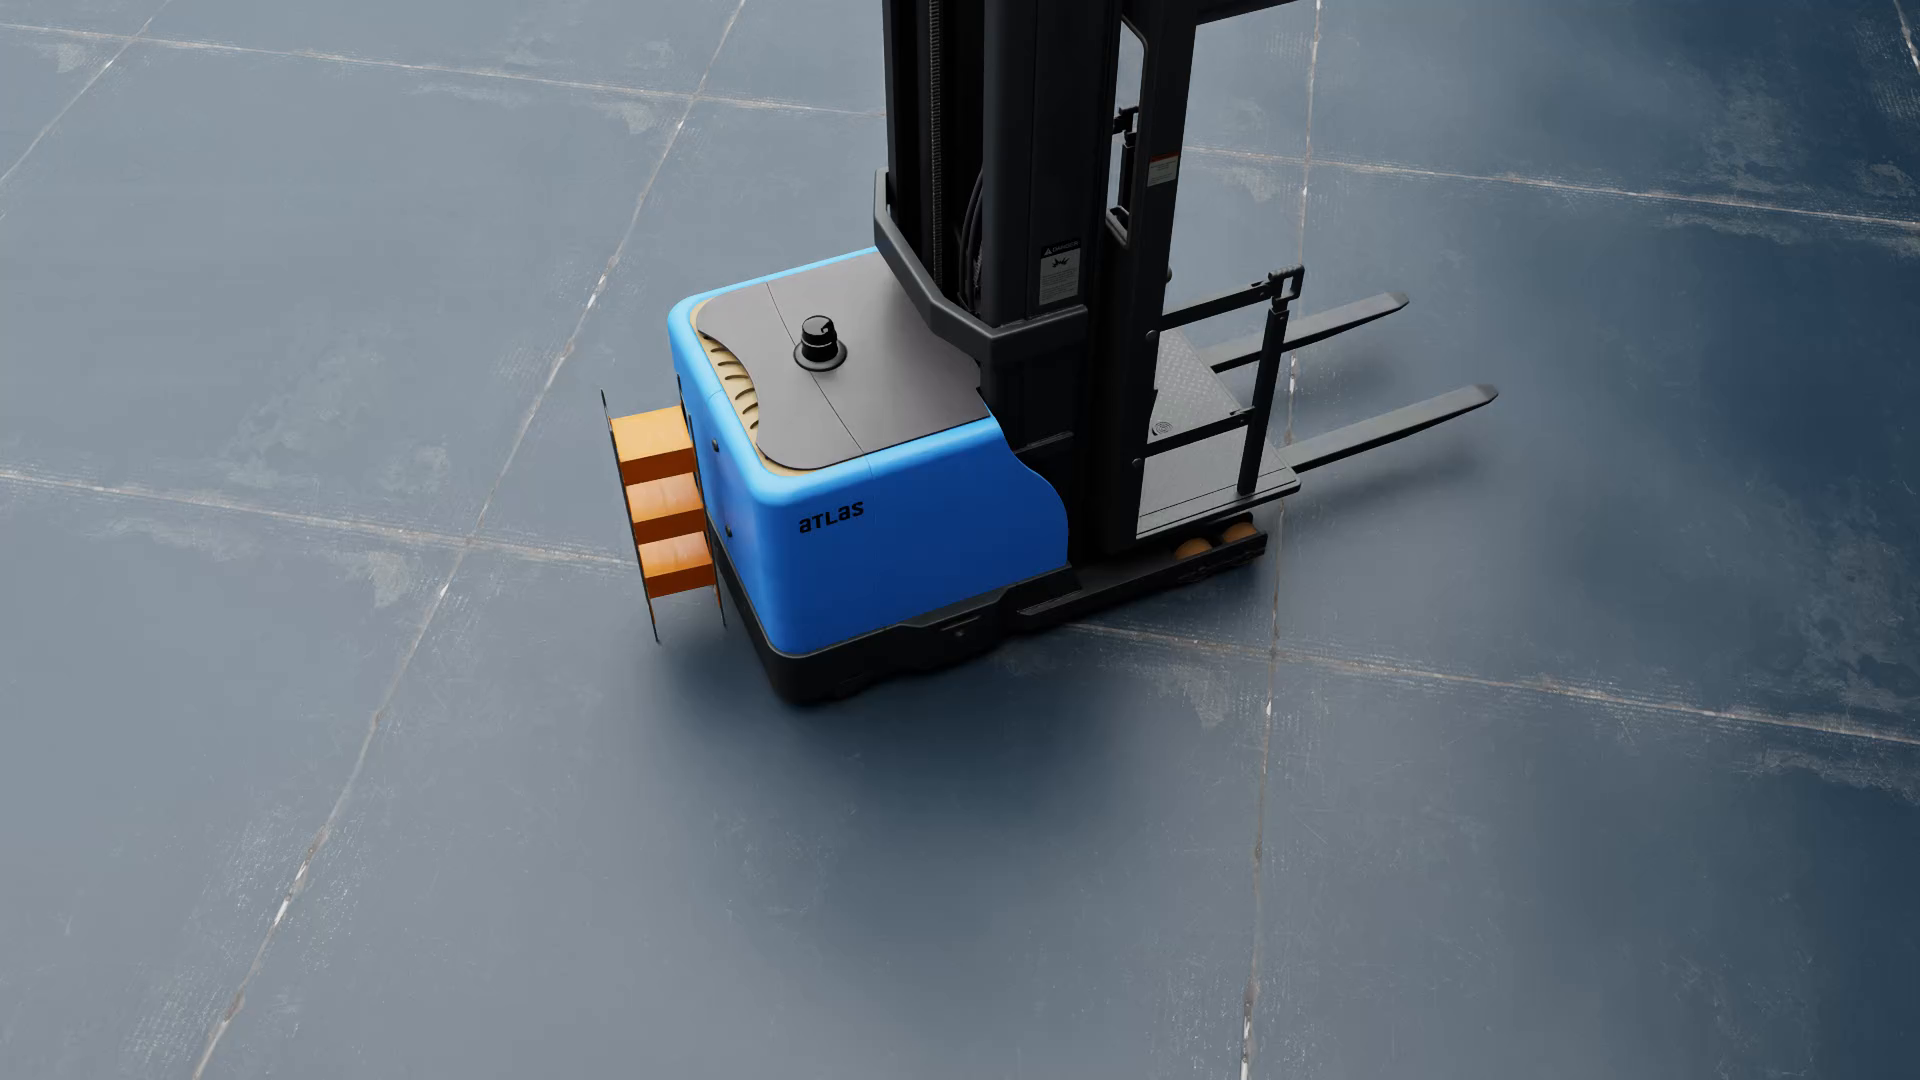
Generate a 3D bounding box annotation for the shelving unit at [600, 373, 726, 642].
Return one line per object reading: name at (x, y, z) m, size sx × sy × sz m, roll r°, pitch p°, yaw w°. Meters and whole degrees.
shelving unit at (-0.991, -0.085, 5.621) m, size 0.252 × 1.050 × 0.215 m, roll -13°, pitch 49°, yaw -11°

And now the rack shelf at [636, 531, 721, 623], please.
rack shelf at (-0.991, 0.107, 5.836) m, size 0.240 × 0.259 × 0.215 m, roll -13°, pitch 49°, yaw -11°

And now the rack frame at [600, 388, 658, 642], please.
rack frame at (-1.107, -0.059, 5.597) m, size 0.008 × 1.050 × 0.200 m, roll -13°, pitch 49°, yaw -11°

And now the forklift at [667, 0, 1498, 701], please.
forklift at (0.576, -1.169, 5.330) m, size 3.031 × 2.935 × 1.130 m, roll -18°, pitch 51°, yaw -16°

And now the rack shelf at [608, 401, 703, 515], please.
rack shelf at (-0.991, -0.268, 5.418) m, size 0.240 × 0.259 × 0.215 m, roll -13°, pitch 49°, yaw -11°

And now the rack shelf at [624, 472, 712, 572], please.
rack shelf at (-0.991, -0.078, 5.629) m, size 0.240 × 0.259 × 0.215 m, roll -13°, pitch 49°, yaw -11°

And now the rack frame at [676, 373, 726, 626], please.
rack frame at (-0.874, -0.112, 5.645) m, size 0.008 × 1.050 × 0.200 m, roll -13°, pitch 49°, yaw -11°
